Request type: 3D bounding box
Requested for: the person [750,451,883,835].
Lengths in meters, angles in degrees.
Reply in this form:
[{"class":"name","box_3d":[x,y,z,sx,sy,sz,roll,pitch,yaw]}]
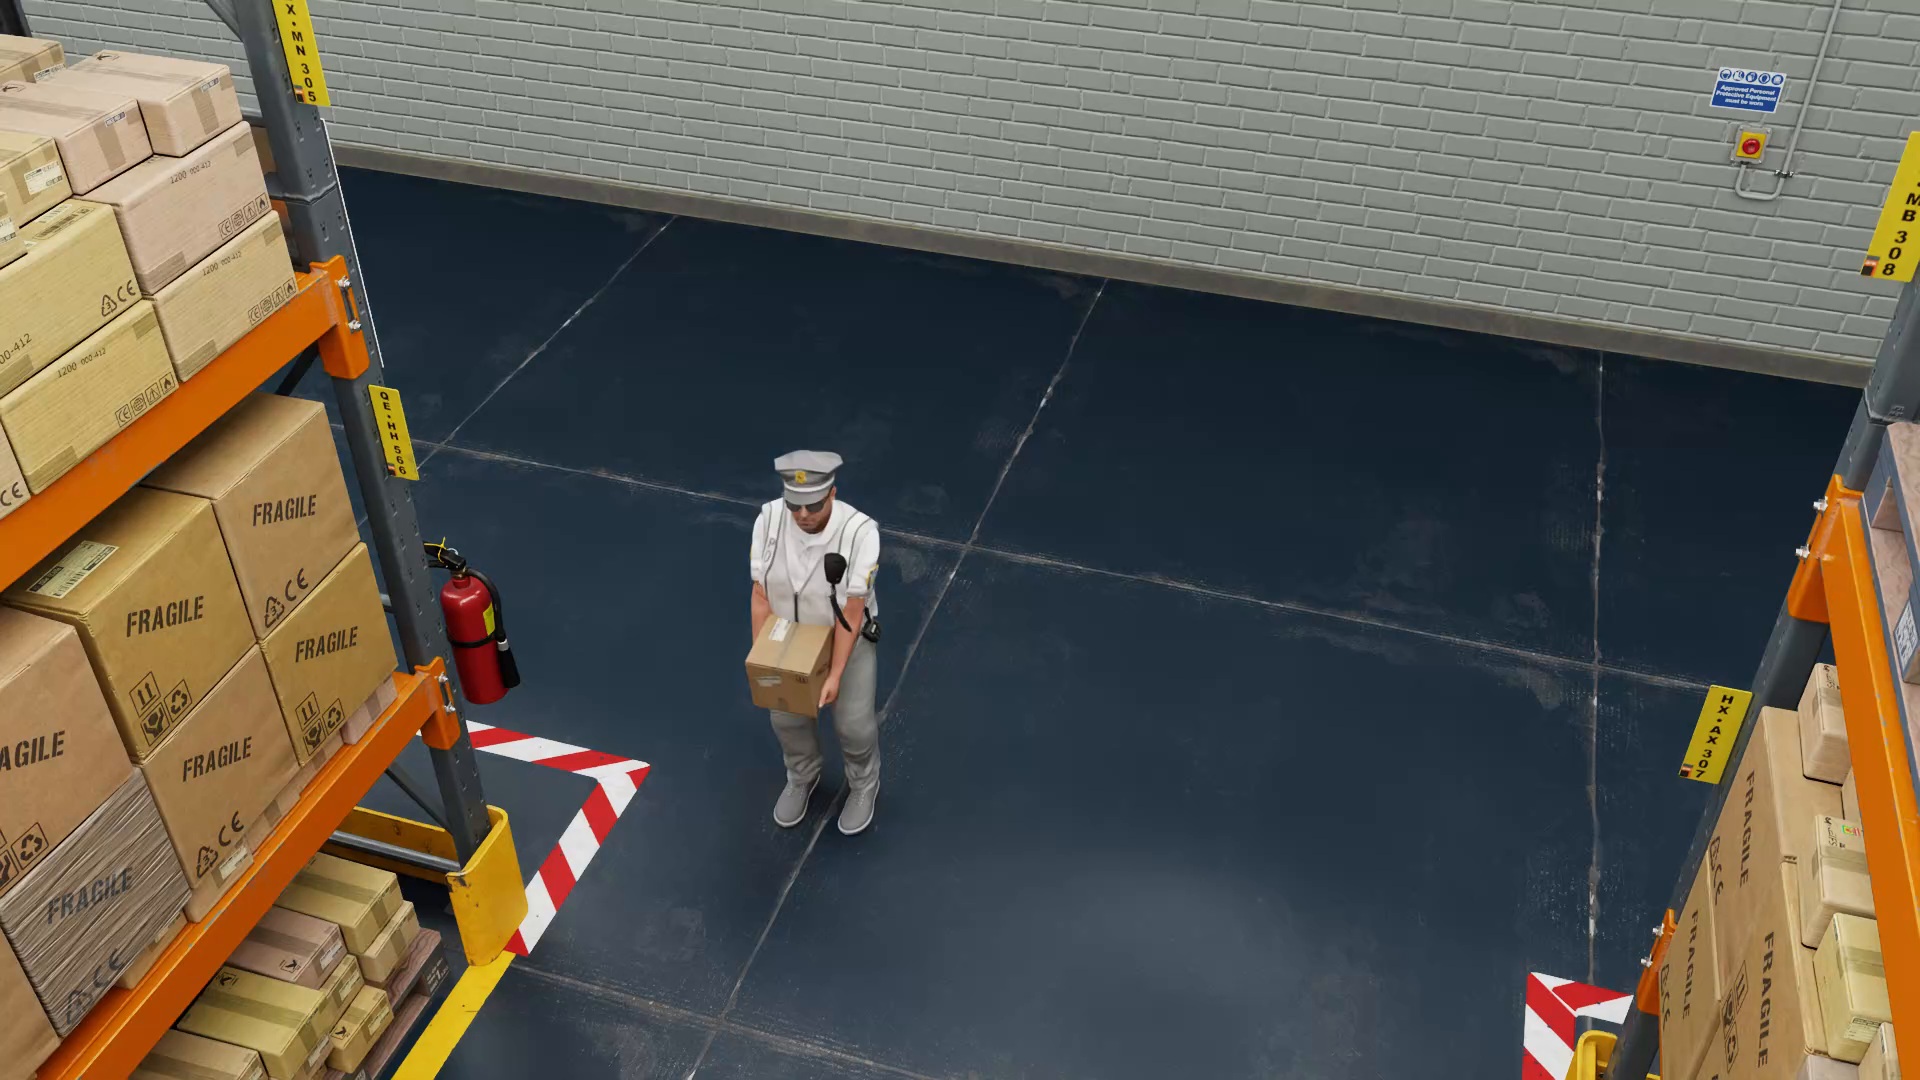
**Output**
[{"class":"person","box_3d":[-0.542,0.411,6.342,0.489,1.755,0.581,10,38,13]}]
